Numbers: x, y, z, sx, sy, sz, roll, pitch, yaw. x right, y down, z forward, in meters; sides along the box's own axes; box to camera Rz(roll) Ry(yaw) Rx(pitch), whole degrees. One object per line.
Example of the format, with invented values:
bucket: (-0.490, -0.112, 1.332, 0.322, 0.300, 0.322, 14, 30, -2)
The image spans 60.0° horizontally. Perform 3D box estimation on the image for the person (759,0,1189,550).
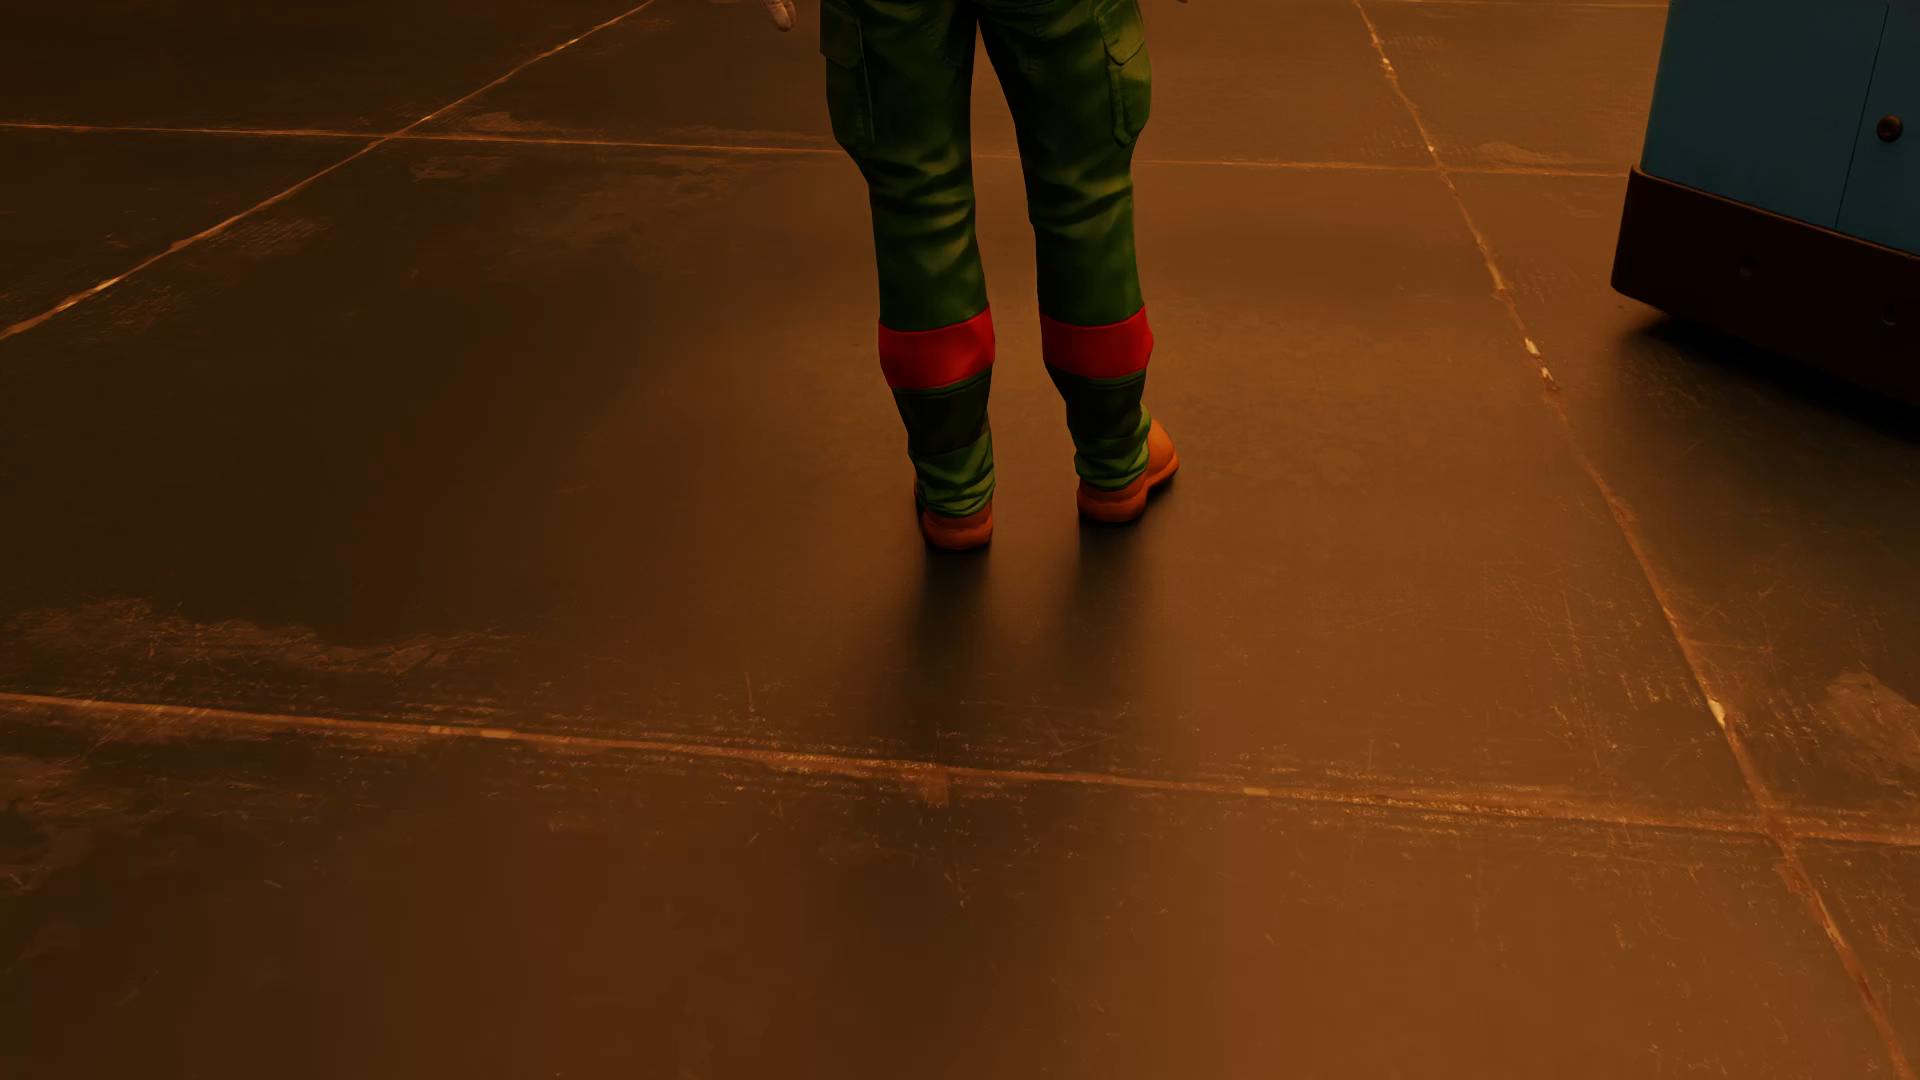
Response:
person: (0.023, -0.842, 2.167, 0.637, 1.787, 0.564, 3, 27, 7)

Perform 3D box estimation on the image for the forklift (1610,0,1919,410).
forklift: (2.879, -1.842, 2.910, 3.031, 2.935, 1.130, -11, 29, -22)
